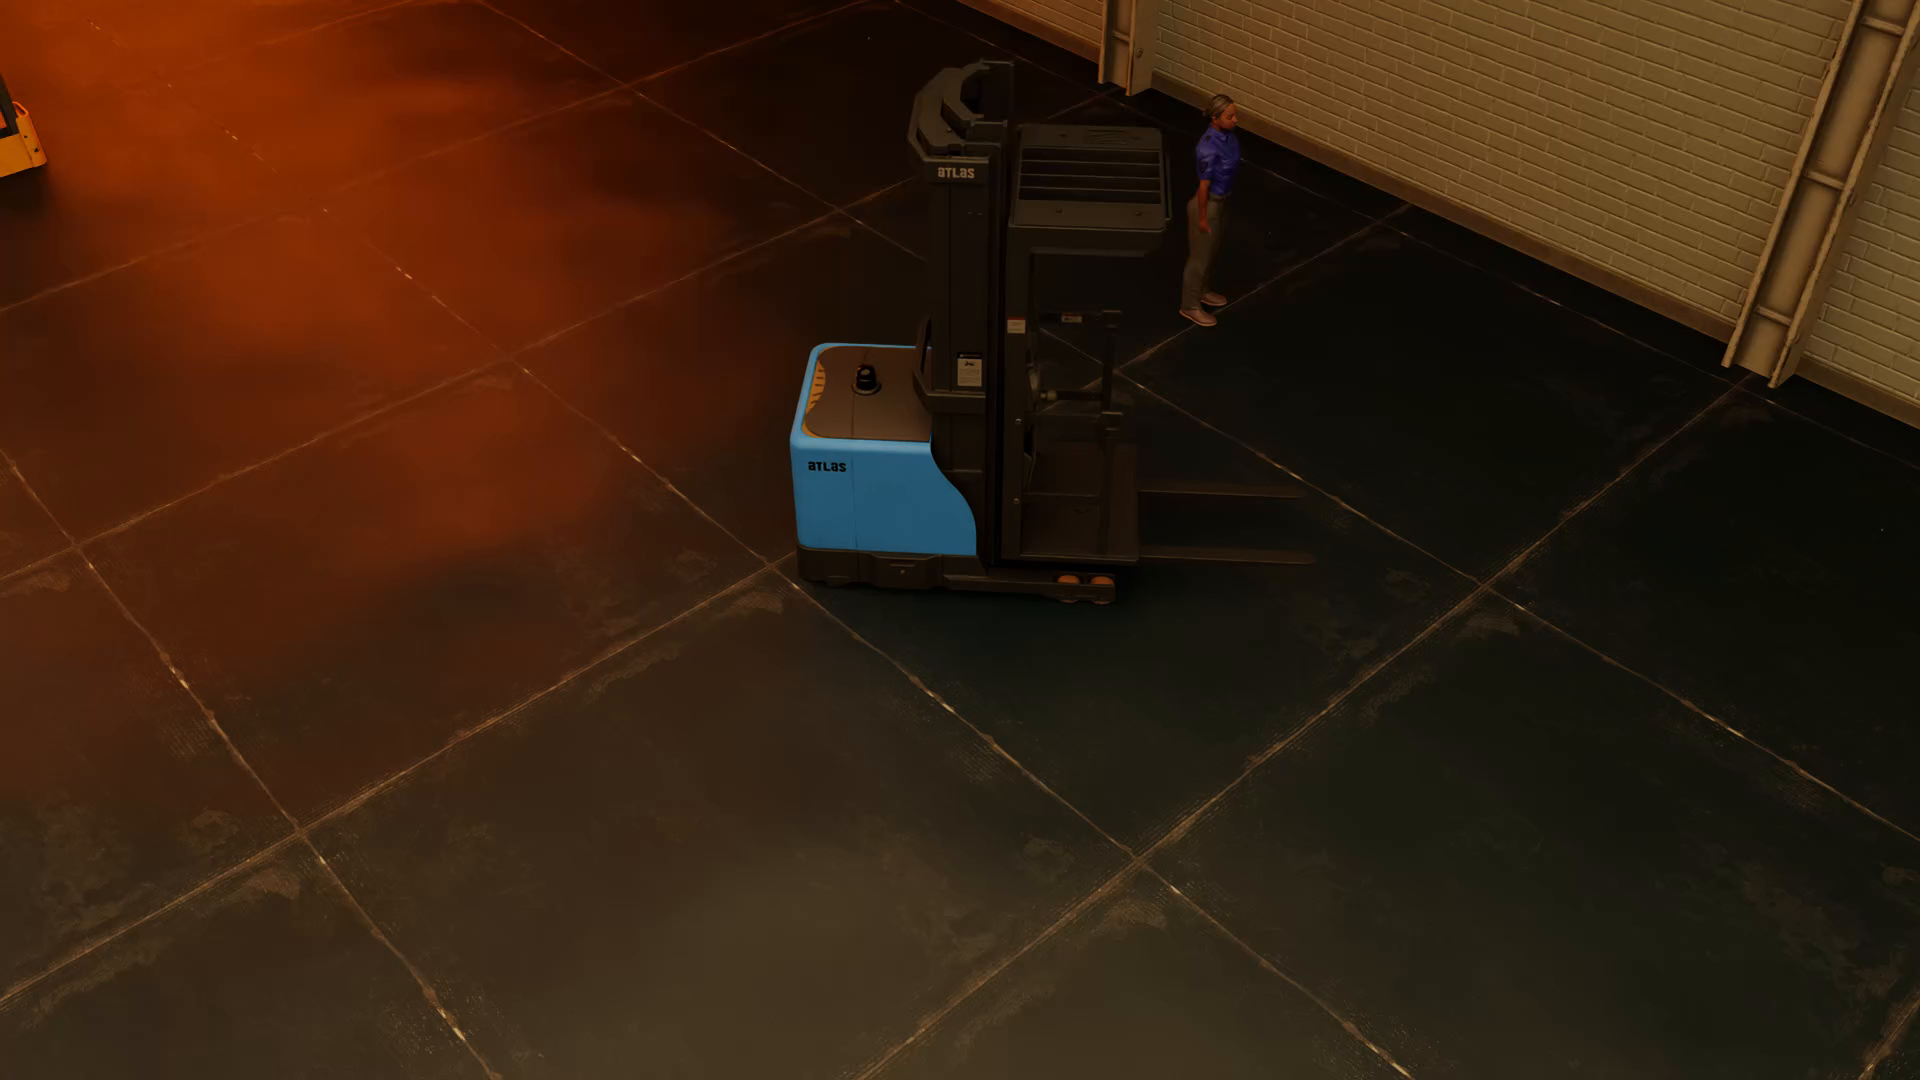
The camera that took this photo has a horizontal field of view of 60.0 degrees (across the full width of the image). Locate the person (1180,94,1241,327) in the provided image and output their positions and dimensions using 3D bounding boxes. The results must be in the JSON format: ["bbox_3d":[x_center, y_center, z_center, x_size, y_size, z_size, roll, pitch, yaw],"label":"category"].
[{"bbox_3d":[1.762,-2.308,11.560,0.327,1.662,0.446,16,43,18],"label":"person"}]

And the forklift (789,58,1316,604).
[{"bbox_3d":[0.581,-1.096,9.179,3.031,2.935,1.130,3,41,3],"label":"forklift"}]
